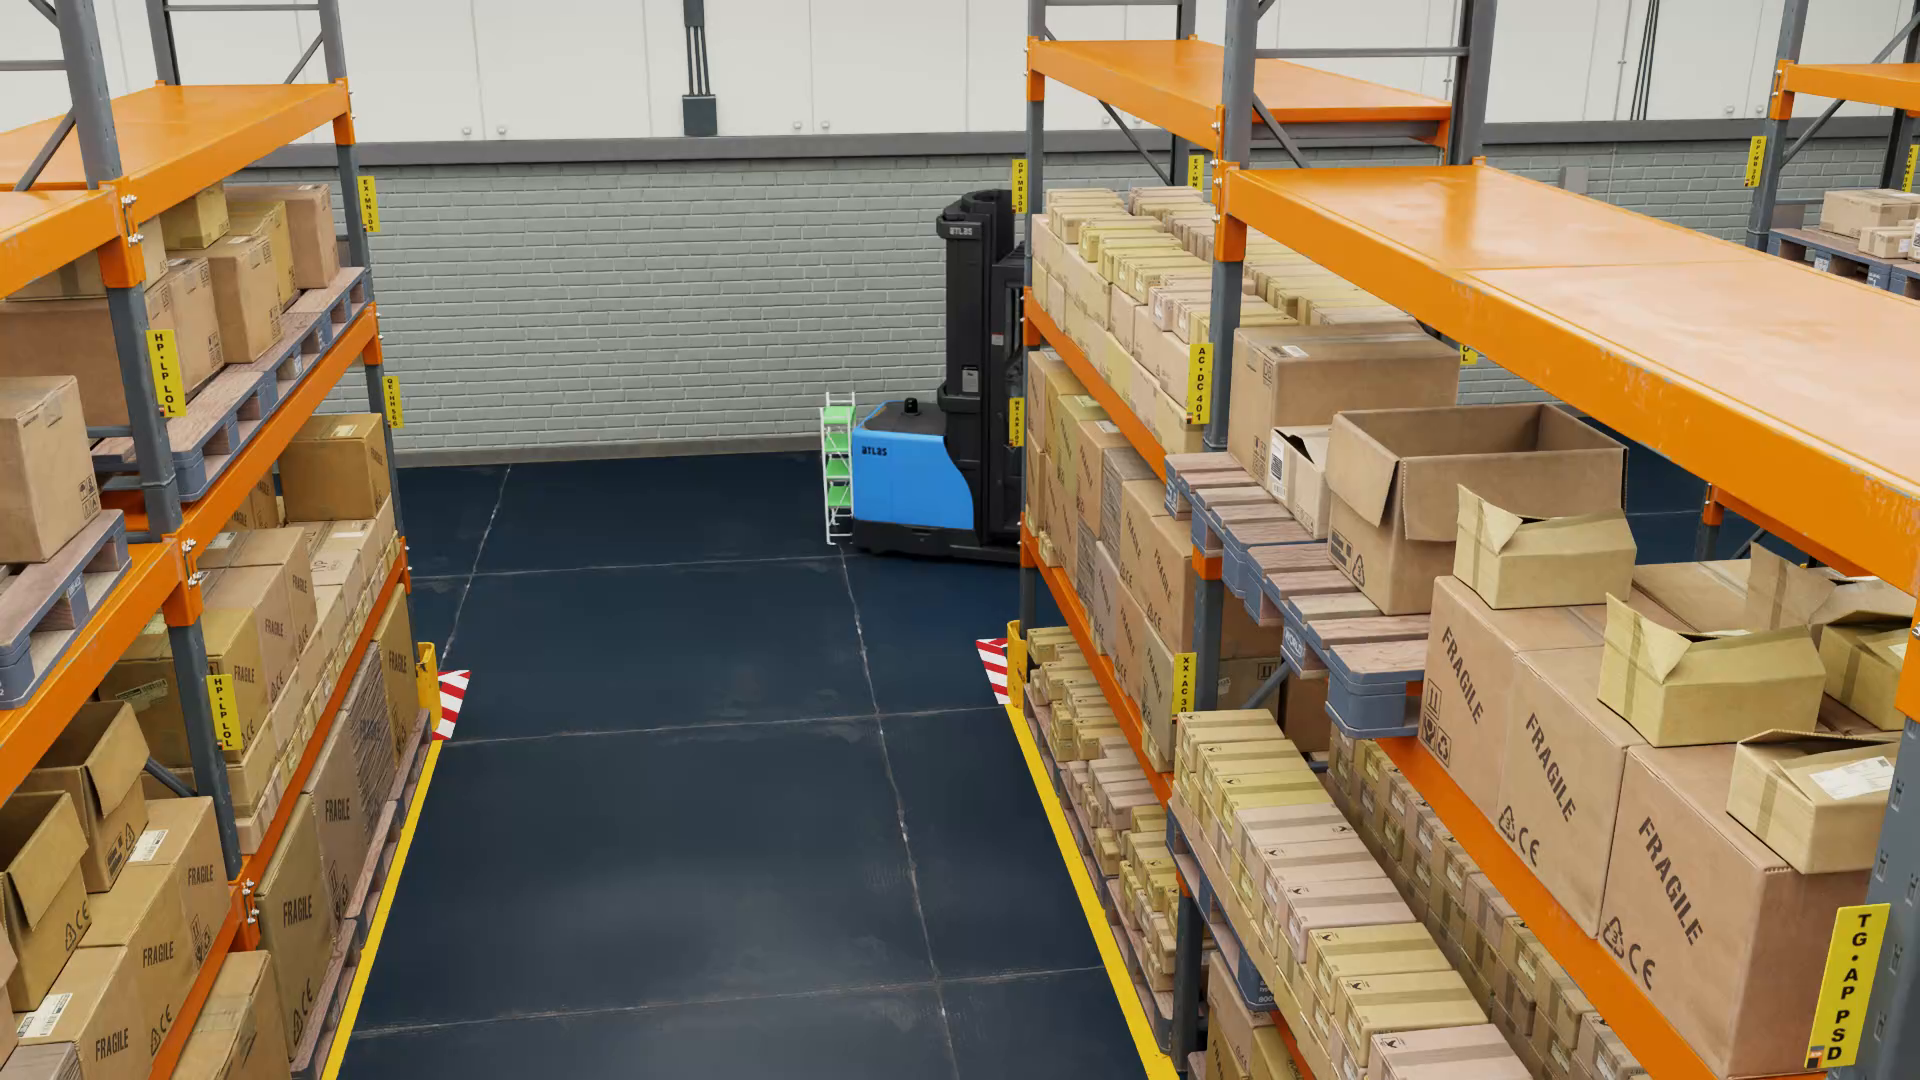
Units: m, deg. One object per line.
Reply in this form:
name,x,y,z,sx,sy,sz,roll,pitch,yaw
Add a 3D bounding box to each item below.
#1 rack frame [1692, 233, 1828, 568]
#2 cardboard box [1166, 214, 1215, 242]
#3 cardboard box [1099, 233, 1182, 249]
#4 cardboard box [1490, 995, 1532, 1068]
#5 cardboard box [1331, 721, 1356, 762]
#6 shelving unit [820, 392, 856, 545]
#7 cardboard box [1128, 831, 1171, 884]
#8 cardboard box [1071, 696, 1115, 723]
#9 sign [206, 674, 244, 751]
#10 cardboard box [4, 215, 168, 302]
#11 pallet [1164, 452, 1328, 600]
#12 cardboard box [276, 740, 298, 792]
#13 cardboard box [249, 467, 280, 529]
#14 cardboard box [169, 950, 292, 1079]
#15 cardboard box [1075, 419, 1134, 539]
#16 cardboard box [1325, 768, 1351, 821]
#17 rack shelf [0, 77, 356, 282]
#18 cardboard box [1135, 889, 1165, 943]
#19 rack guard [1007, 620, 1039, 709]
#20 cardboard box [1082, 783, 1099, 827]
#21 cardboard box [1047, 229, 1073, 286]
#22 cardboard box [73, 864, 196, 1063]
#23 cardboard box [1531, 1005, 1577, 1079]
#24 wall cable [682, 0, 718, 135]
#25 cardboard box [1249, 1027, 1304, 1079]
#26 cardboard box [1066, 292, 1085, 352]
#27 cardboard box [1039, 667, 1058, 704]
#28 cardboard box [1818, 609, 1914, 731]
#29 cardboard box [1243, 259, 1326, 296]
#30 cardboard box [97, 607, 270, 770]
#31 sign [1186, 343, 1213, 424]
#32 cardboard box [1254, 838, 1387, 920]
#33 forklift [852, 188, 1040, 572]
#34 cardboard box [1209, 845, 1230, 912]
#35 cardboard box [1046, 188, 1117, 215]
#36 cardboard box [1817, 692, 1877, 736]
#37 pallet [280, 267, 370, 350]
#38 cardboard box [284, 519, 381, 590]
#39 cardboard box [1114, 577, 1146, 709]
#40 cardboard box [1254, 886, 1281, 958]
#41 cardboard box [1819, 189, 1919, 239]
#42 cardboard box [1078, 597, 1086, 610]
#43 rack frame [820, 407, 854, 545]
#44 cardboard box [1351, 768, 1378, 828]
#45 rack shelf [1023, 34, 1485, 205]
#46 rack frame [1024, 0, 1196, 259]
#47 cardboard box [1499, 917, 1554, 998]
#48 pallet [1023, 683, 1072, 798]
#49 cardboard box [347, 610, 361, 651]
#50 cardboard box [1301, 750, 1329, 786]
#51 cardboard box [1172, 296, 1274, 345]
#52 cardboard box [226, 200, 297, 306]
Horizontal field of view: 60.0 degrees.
rack frame,5.790,-0.667,11.714,1.000,3.000,0.127,-3,21,-8
cardboard box,1.344,-1.682,9.075,0.380,0.149,0.250,-3,21,-9
cardboard box,0.922,-1.475,8.521,0.380,0.149,0.250,-2,21,-6
cardboard box,1.966,1.594,5.419,0.380,0.149,0.250,-4,21,-10
cardboard box,1.734,0.774,6.765,0.380,0.149,0.250,-2,21,-5
shelving unit,-1.013,-0.613,14.133,0.258,1.200,0.503,-1,20,2
cardboard box,1.055,1.581,8.321,0.380,0.149,0.250,-3,21,-8
cardboard box,0.862,1.038,9.775,0.380,0.149,0.250,-2,21,-6
sign,-2.904,0.682,6.562,0.100,0.325,0.005,-3,21,-8
cardboard box,-3.569,-1.155,6.776,0.500,0.250,0.500,-4,21,-11
pallet,1.467,-0.095,6.165,1.213,0.211,1.003,-3,21,-8
cardboard box,-3.230,1.034,7.519,0.380,0.149,0.250,-2,21,-6
cardboard box,-4.142,-0.234,9.274,0.500,0.500,0.500,-3,21,-9
cardboard box,-3.328,2.237,6.376,1.225,0.875,0.875,-3,21,-8
cardboard box,0.917,-0.336,8.832,0.500,0.500,0.500,-4,21,-9
cardboard box,1.736,1.051,6.873,0.380,0.149,0.250,-3,21,-9
rack shelf,-3.728,-1.760,7.668,1.077,0.370,4.000,-3,21,-8
cardboard box,1.072,1.816,8.116,0.380,0.149,0.250,-4,21,-10
rack guard,0.917,0.815,11.319,1.175,0.500,0.348,-3,21,-8
cardboard box,0.901,1.489,9.416,0.380,0.149,0.250,-3,21,-8
cardboard box,0.789,-1.605,9.440,0.500,0.250,0.500,-3,21,-8
cardboard box,-3.038,1.491,5.794,0.500,0.500,0.500,-2,21,-6
cardboard box,2.002,1.546,5.123,0.380,0.149,0.250,-3,21,-8
wall cable,-1.421,-6.616,14.471,2.277,5.999,0.120,-3,21,-8
cardboard box,1.407,2.079,6.263,0.500,0.250,0.500,-2,21,-6
cardboard box,0.877,-1.188,9.038,0.500,0.250,0.500,-4,21,-10
cardboard box,0.712,0.909,10.544,0.380,0.149,0.250,-3,21,-8
cardboard box,2.200,0.245,3.750,0.396,0.266,0.258,-3,21,-8
cardboard box,1.532,-1.227,7.856,0.380,0.149,0.250,-4,21,-9
cardboard box,-3.256,0.619,6.989,0.500,0.500,0.500,-3,21,-8
sign,0.947,-0.615,6.548,0.100,0.325,0.005,-3,21,-8
cardboard box,1.236,1.165,5.719,0.380,0.149,0.250,-3,21,-8
forklift,0.675,-1.299,13.506,3.031,2.935,1.130,5,21,13
cardboard box,1.163,1.266,6.299,0.380,0.149,0.250,-3,21,-7
cardboard box,0.728,-2.014,9.965,0.380,0.149,0.250,-3,21,-8
cardboard box,2.161,0.552,4.022,0.500,0.500,0.500,-3,21,-8
pallet,-3.899,-1.274,9.180,1.003,0.211,1.213,-3,21,-8
cardboard box,-3.611,0.094,9.467,0.500,0.250,0.500,-3,21,-9
cardboard box,1.060,0.484,8.066,0.500,0.500,0.500,-3,21,-9
cardboard box,1.241,1.306,5.765,0.380,0.149,0.250,-2,21,-6
cardboard box,5.944,-2.094,10.720,0.500,0.250,0.500,-5,21,-13
cardboard box,0.888,0.311,9.455,0.380,0.149,0.250,-3,21,-9
rack frame,-1.019,-0.527,13.905,0.240,1.200,0.015,-1,20,2
cardboard box,1.775,1.003,6.576,0.380,0.149,0.250,-3,21,-7
rack shelf,1.195,-2.161,8.175,1.077,0.370,4.000,-3,21,-8
rack frame,0.906,-3.192,9.902,1.000,3.000,0.127,-3,21,-8
cardboard box,1.961,1.319,5.307,0.380,0.149,0.250,-3,21,-9
pallet,0.999,1.234,10.612,1.003,0.211,1.213,-3,21,-8
cardboard box,-3.453,0.501,8.947,0.380,0.149,0.250,-3,21,-8
cardboard box,1.766,1.006,7.595,0.380,0.149,0.250,-2,21,-6
cardboard box,1.119,-0.939,7.085,0.380,0.149,0.250,-2,21,-6
cardboard box,-3.926,-1.484,8.730,0.700,0.500,0.500,-4,21,-10
